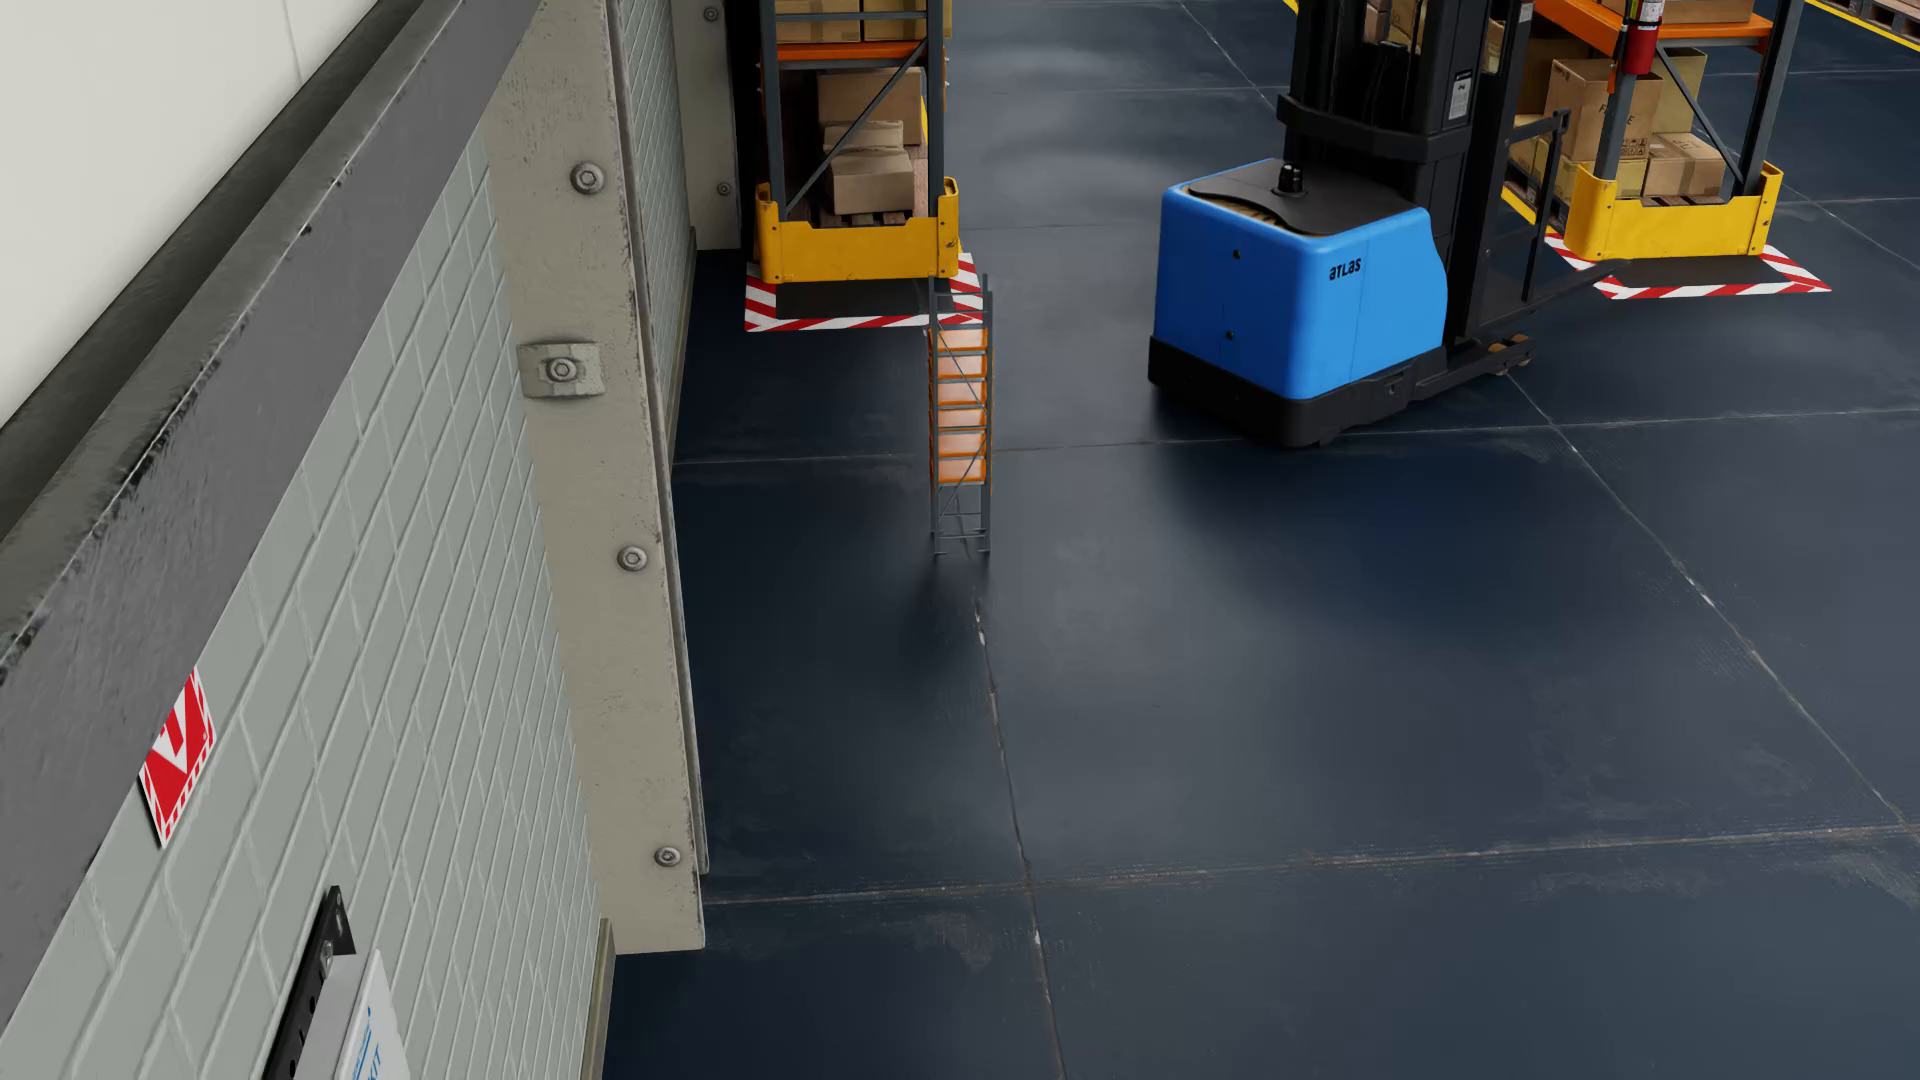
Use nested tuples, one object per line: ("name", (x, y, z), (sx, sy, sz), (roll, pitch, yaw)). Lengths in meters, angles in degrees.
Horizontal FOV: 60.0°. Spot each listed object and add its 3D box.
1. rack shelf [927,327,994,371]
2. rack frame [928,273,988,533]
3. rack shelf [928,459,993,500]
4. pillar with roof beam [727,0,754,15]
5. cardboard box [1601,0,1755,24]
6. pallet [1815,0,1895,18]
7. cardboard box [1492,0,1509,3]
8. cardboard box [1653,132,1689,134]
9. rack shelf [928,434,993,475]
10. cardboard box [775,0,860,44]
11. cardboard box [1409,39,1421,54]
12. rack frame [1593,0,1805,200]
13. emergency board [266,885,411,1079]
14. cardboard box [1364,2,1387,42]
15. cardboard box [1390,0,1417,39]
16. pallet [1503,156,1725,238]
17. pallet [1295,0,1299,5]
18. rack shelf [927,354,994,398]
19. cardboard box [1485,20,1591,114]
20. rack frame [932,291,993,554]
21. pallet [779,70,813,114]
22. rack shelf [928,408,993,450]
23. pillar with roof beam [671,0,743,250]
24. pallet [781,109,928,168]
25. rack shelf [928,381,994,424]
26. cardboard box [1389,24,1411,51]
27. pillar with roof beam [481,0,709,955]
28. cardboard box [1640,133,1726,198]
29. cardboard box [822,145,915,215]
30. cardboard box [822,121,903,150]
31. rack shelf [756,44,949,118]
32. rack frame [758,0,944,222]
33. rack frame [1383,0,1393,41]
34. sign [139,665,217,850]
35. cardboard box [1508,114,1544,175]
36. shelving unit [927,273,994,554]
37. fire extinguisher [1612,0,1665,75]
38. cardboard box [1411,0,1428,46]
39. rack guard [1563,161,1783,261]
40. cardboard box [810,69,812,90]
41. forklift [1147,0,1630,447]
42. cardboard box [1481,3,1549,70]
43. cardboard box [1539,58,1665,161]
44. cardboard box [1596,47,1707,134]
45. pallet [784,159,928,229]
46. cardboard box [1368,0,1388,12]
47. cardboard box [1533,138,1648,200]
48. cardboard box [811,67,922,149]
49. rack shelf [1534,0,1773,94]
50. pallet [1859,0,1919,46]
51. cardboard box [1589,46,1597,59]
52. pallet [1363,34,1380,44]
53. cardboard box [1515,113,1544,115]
("rack shelf", (0.001, -0.779, 6.768), (0.258, 0.103, 0.180), (-3, 31, -5))
("rack frame", (-0.007, -0.554, 7.008), (0.240, 1.200, 0.006), (-3, 31, -5))
("rack shelf", (0.001, -0.264, 7.076), (0.258, 0.103, 0.180), (-3, 31, -5))
("pillar with roof beam", (2.203, -9.028, 13.589), (9.100, 9.000, 0.400), (-3, 31, -5))
("cardboard box", (4.305, -3.388, 9.900), (0.700, 0.500, 0.500), (-3, 31, -5))
("pallet", (8.665, -5.210, 15.767), (1.003, 0.211, 1.213), (-3, 31, -5))
("cardboard box", (3.788, -3.708, 12.073), (0.500, 0.500, 0.500), (-3, 31, -5))
("cardboard box", (4.457, -2.646, 11.026), (0.500, 0.250, 0.500), (-3, 31, -5))
("rack shelf", (0.001, -0.367, 7.014), (0.258, 0.103, 0.180), (-3, 31, -5))
("cardboard box", (-0.832, -3.041, 9.542), (0.500, 0.250, 0.500), (-2, 31, -4))
("cardboard box", (3.746, -3.642, 12.694), (0.500, 0.250, 0.500), (-3, 31, -5))
("rack frame", (4.336, -3.106, 9.526), (1.000, 3.000, 0.127), (-3, 31, -5))
("emergency board", (-0.769, 1.144, 2.410), (0.194, 1.169, 0.643), (-3, 31, -5))
("cardboard box", (3.635, -4.346, 13.873), (0.500, 0.250, 0.500), (-3, 31, -5))
("cardboard box", (3.694, -4.219, 12.928), (0.500, 0.500, 0.500), (-3, 31, -5))
("pallet", (4.223, -2.298, 10.891), (1.003, 0.211, 1.213), (-3, 31, -5))
("pallet", (3.738, -4.950, 15.331), (1.003, 0.211, 1.213), (-3, 31, -5))
("rack shelf", (0.001, -0.676, 6.830), (0.258, 0.103, 0.180), (-3, 31, -5))
("cardboard box", (3.882, -3.198, 11.219), (0.500, 0.500, 0.500), (-3, 31, -5))
("rack frame", (0.010, -0.461, 6.852), (0.240, 1.200, 0.006), (-3, 31, -5))
("pallet", (-0.871, -3.371, 12.688), (1.003, 0.211, 1.213), (-3, 31, -5))
("rack shelf", (0.001, -0.470, 6.953), (0.258, 0.103, 0.180), (-3, 31, -5))
("pillar with roof beam", (2.764, -5.965, 8.461), (9.100, 9.000, 0.400), (-3, 31, -5))
("pallet", (-0.754, -2.747, 11.643), (1.003, 0.211, 1.213), (-3, 31, -5))
("rack shelf", (0.001, -0.573, 6.891), (0.258, 0.103, 0.180), (-3, 31, -5))
("cardboard box", (3.704, -3.897, 13.121), (0.500, 0.250, 0.500), (-3, 31, -5))
("pillar with roof beam", (3.325, -2.902, 3.332), (9.100, 9.000, 0.400), (-3, 31, -5))
("cardboard box", (4.508, -2.391, 10.599), (0.500, 0.250, 0.500), (-3, 31, -5))
("cardboard box", (-0.571, -2.259, 10.300), (0.500, 0.311, 0.500), (-6, 31, -10))
("cardboard box", (-0.624, -2.550, 10.788), (0.500, 0.311, 0.500), (0, 31, 0))
("rack shelf", (-0.782, -3.579, 11.019), (1.077, 0.370, 4.000), (-3, 31, -5))
("rack frame", (-0.595, -2.867, 9.125), (1.000, 3.000, 0.127), (-3, 31, -5))
("rack frame", (3.962, -5.149, 12.945), (1.000, 3.000, 0.127), (-3, 31, -5))
("sign", (-0.867, 0.157, 1.801), (0.001, 0.298, 0.199), (-3, 31, -5))
("cardboard box", (3.933, -2.621, 10.984), (0.500, 0.250, 0.500), (-3, 31, -5))
("shelving unit", (0.001, -0.508, 6.930), (0.258, 1.200, 0.189), (-3, 31, -5))
("fire extinguisher", (3.885, -2.991, 9.407), (0.296, 0.674, 0.183), (-3, 31, -5))
("cardboard box", (3.749, -3.964, 12.501), (0.500, 0.500, 0.500), (-3, 31, -5))
("rack guard", (4.338, -2.021, 10.146), (1.175, 0.500, 0.348), (-3, 31, -5))
("cardboard box", (-0.832, -3.497, 12.188), (0.500, 0.500, 0.500), (-5, 31, -8))
("forklift", (2.427, -2.306, 8.252), (3.031, 2.935, 1.130), (-22, 37, -32))
("cardboard box", (3.836, -3.453, 11.646), (0.500, 0.500, 0.500), (-3, 31, -5))
("cardboard box", (3.990, -2.688, 10.365), (0.500, 0.500, 0.500), (-3, 31, -5))
("cardboard box", (4.459, -2.968, 10.834), (0.500, 0.500, 0.500), (-3, 31, -5))
("pallet", (-0.643, -2.125, 10.602), (1.003, 0.211, 1.213), (-3, 31, -5))
("cardboard box", (3.639, -4.582, 13.721), (0.500, 0.311, 0.500), (-3, 31, -5))
("cardboard box", (3.992, -2.366, 10.558), (0.500, 0.250, 0.500), (-3, 31, -5))
("cardboard box", (-0.643, -3.008, 11.370), (0.700, 0.500, 0.500), (-5, 31, -8))
("rack shelf", (4.149, -3.819, 11.420), (1.077, 0.370, 4.000), (-3, 31, -5))
("pallet", (8.782, -4.586, 14.722), (1.003, 0.211, 1.213), (-3, 31, -5))
("cardboard box", (4.399, -3.223, 11.261), (0.500, 0.500, 0.500), (-3, 31, -5))
("pallet", (3.855, -4.326, 14.286), (1.003, 0.211, 1.213), (-3, 31, -5))
("cardboard box", (3.885, -2.876, 11.411), (0.500, 0.250, 0.500), (-3, 31, -5))
